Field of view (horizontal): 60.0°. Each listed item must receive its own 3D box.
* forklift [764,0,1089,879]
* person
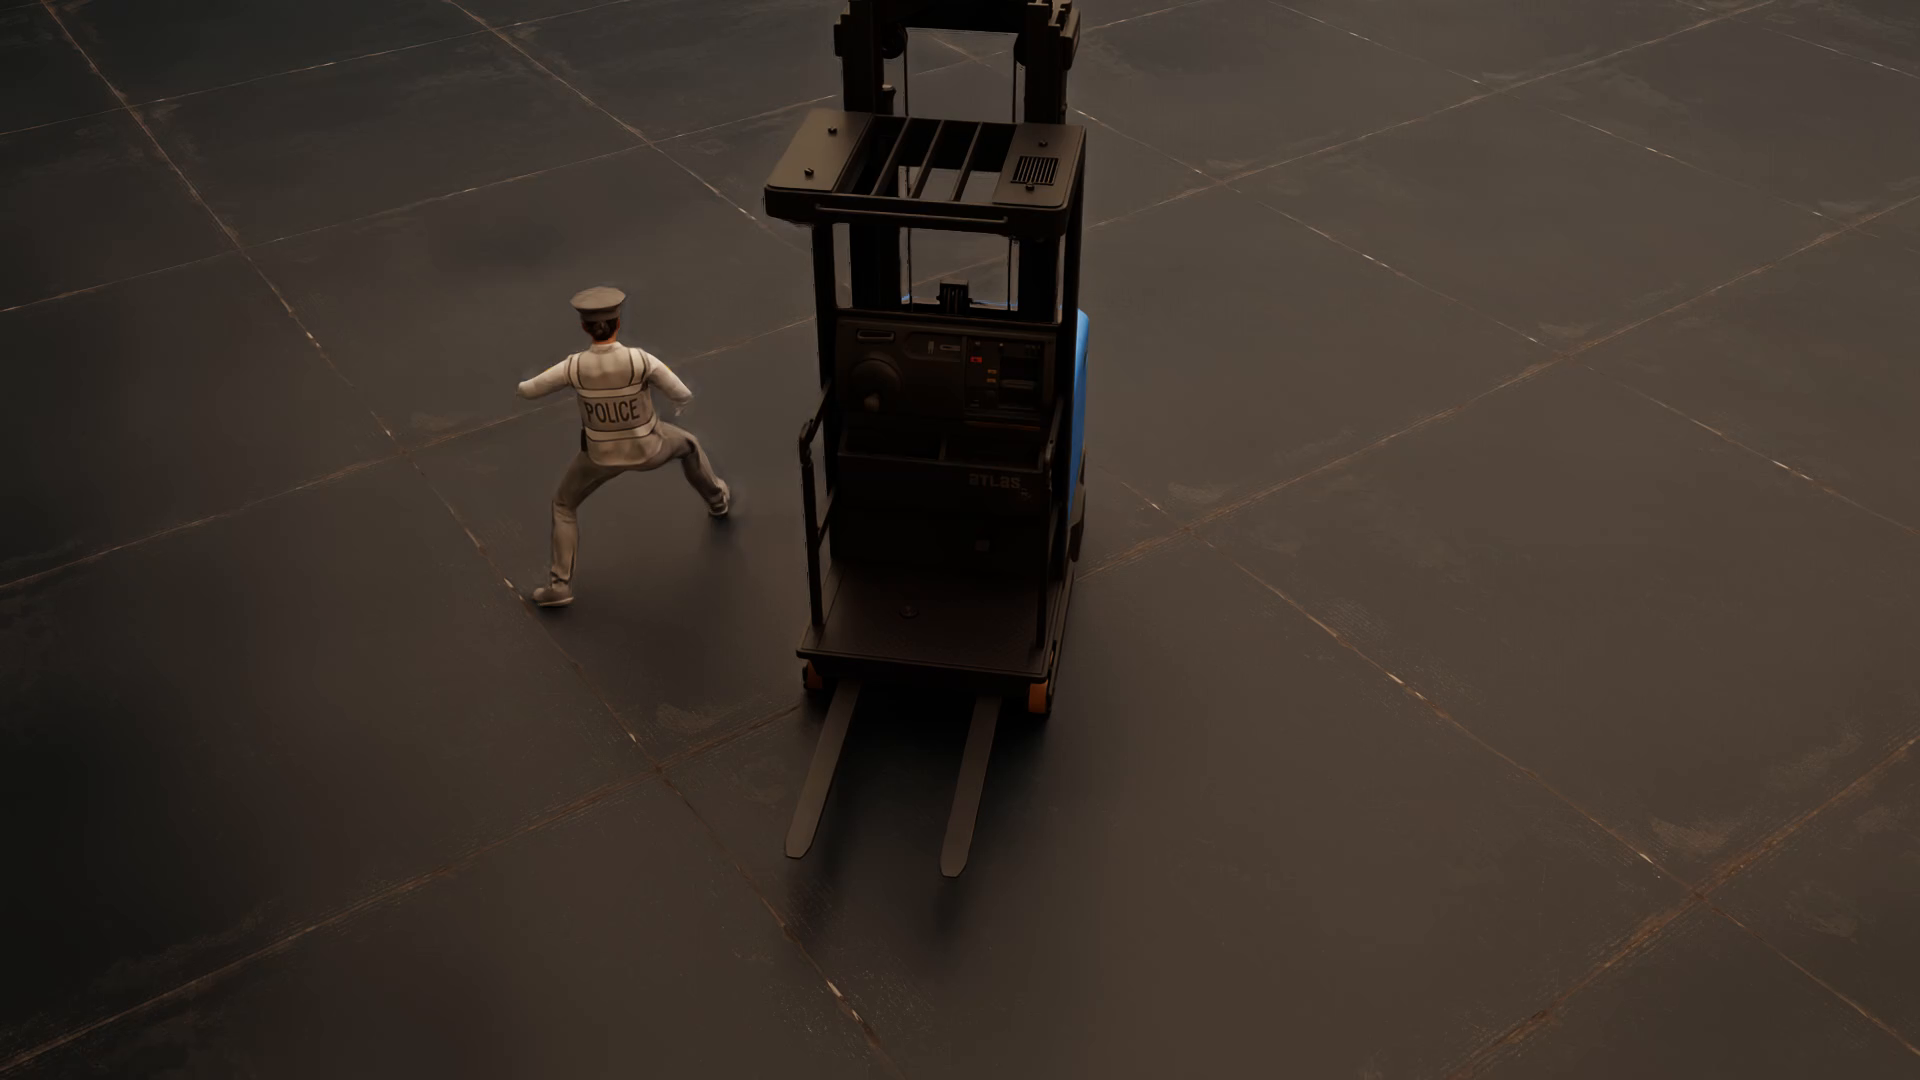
[{"bbox_3d":[-0.098,-0.639,6.808,1.130,2.935,3.031,5,37,7],"label":"forklift"},{"bbox_3d":[-1.631,-0.528,7.912,0.978,1.521,0.946,-5,37,-7],"label":"person"}]
